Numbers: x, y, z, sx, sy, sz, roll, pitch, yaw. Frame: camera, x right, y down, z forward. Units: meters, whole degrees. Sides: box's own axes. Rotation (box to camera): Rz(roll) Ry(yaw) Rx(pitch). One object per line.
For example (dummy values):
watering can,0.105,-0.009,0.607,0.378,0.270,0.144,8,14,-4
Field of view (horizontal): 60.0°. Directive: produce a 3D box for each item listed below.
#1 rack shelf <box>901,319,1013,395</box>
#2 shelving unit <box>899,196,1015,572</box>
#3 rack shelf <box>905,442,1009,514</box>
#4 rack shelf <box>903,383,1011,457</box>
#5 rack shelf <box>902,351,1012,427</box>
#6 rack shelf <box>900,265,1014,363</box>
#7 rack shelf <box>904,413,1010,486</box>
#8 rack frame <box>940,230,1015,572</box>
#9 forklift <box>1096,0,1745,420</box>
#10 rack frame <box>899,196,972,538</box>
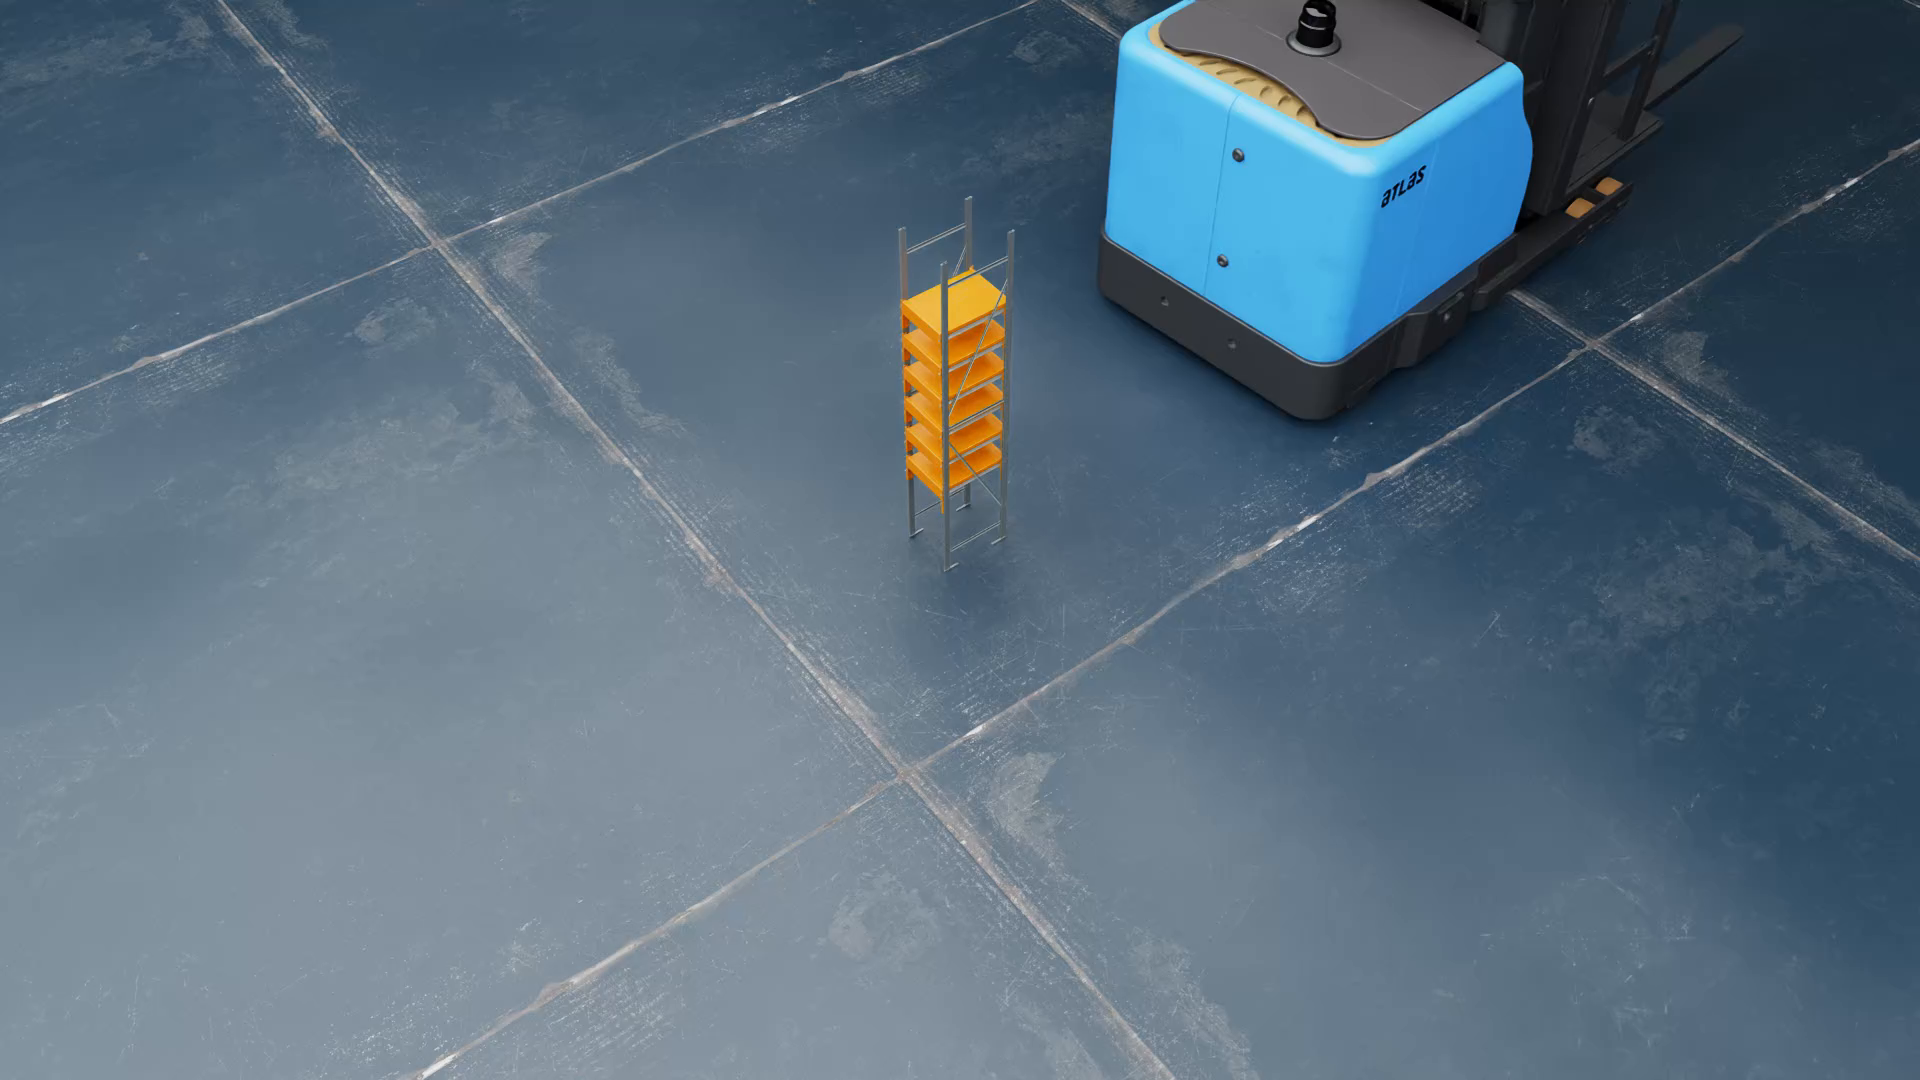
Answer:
rack shelf,-0.009,-0.543,4.668,0.258,0.103,0.180,-29,54,-24
shelving unit,-0.009,-0.412,4.813,0.258,1.200,0.189,-29,54,-24
rack shelf,-0.009,-0.220,5.024,0.258,0.103,0.180,-29,54,-24
rack shelf,-0.009,-0.382,4.846,0.258,0.103,0.180,-29,54,-24
rack shelf,-0.009,-0.462,4.757,0.258,0.103,0.180,-29,54,-24
rack shelf,-0.009,-0.623,4.579,0.258,0.103,0.180,-29,54,-24
rack shelf,-0.009,-0.301,4.935,0.258,0.103,0.180,-29,54,-24
rack frame,0.047,-0.358,4.764,0.240,1.200,0.006,-29,54,-24
forklift,1.909,-2.352,5.404,3.031,2.935,1.130,-35,57,-27
rack frame,-0.064,-0.465,4.862,0.240,1.200,0.006,-29,54,-24
